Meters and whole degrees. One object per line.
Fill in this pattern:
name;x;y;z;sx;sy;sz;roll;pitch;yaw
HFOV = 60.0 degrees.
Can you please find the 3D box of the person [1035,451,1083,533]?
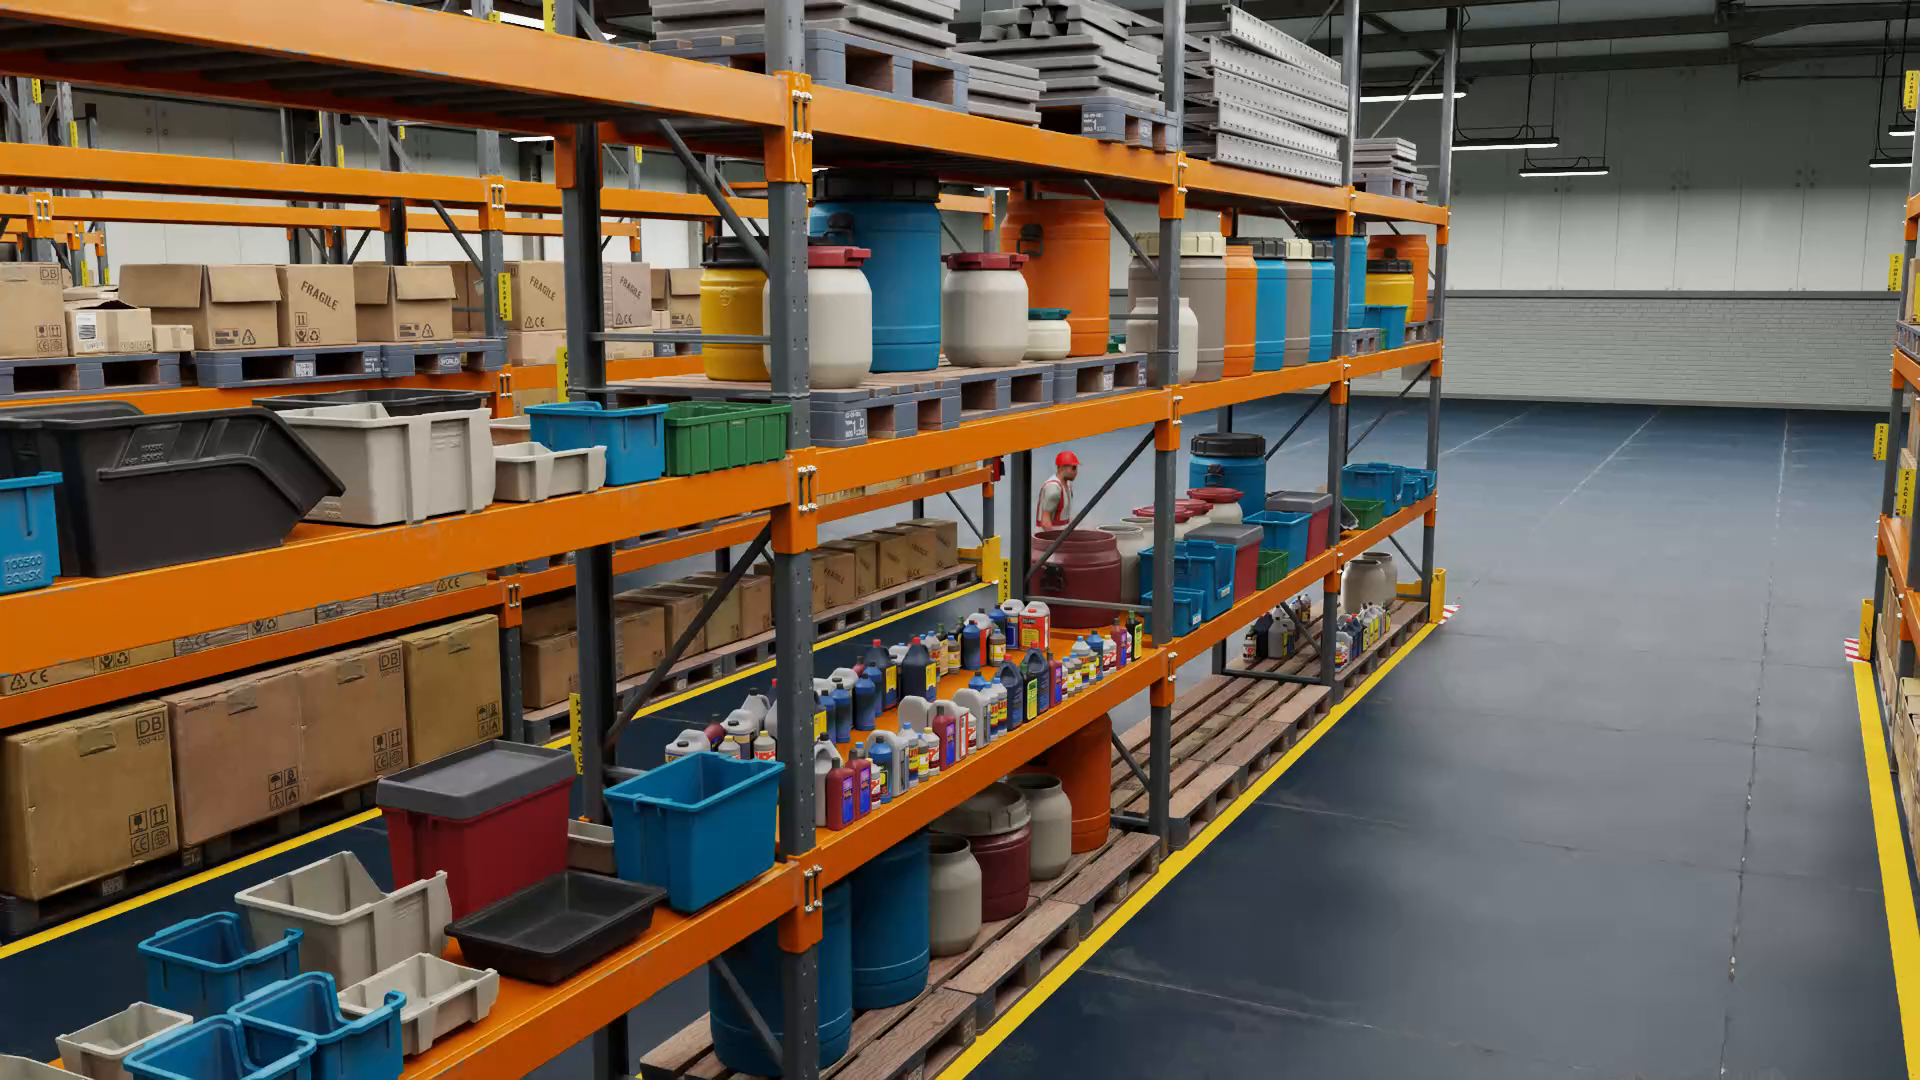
person;0.970;0.021;16.187;0.449;1.778;0.595;4;10;24
